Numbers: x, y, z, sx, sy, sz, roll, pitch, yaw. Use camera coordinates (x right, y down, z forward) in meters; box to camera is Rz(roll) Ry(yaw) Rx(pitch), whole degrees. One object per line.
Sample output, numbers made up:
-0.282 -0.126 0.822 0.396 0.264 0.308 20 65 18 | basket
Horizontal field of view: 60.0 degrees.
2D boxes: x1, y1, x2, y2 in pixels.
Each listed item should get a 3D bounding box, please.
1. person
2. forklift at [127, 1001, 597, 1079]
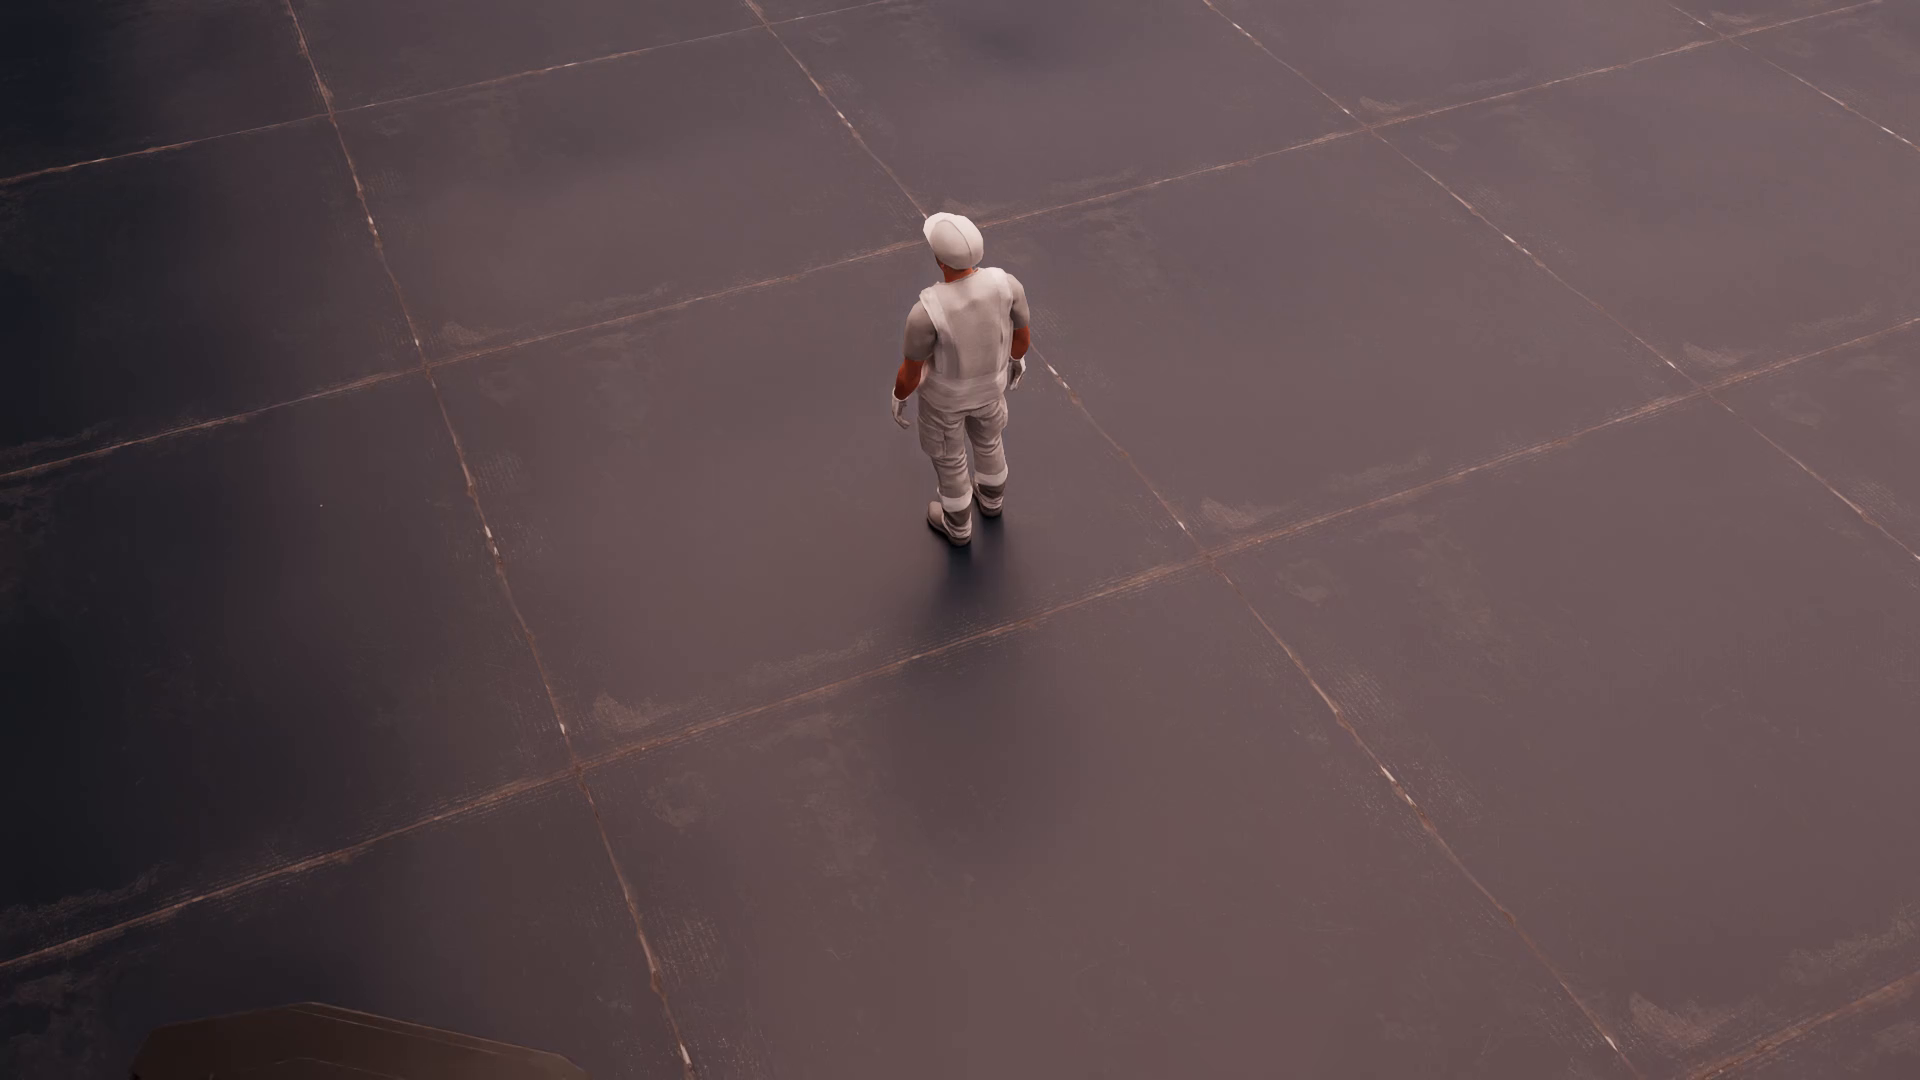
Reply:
-0.022 -0.713 7.270 0.637 1.787 0.564 -18 46 -18 | person
-1.080 2.350 3.162 1.130 2.935 3.031 9 44 9 | forklift
